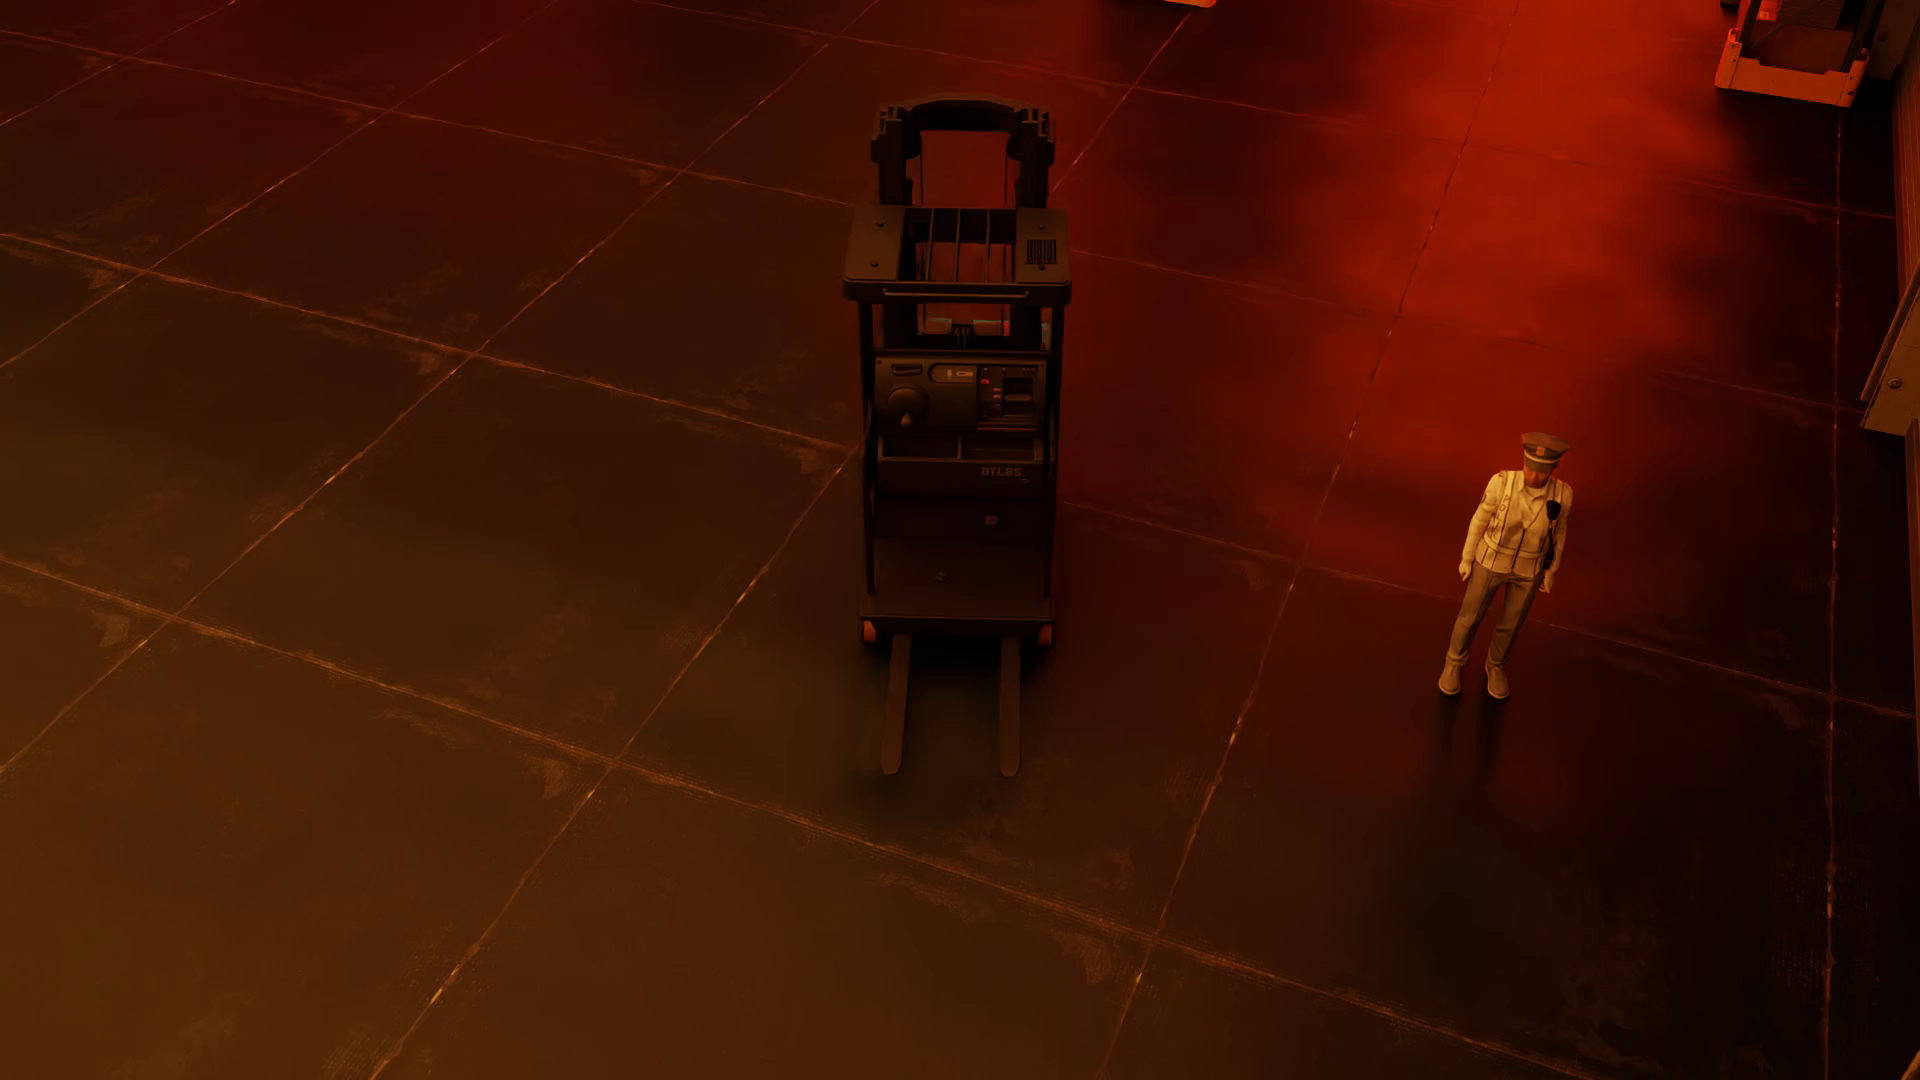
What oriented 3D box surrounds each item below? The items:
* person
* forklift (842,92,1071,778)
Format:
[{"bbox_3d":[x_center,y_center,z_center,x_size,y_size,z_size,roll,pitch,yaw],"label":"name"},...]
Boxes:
[{"bbox_3d":[2.911,0.145,8.807,0.497,1.689,0.338,8,41,10],"label":"person"},{"bbox_3d":[-0.002,-0.721,8.867,1.130,2.935,3.031,1,40,1],"label":"forklift"}]
